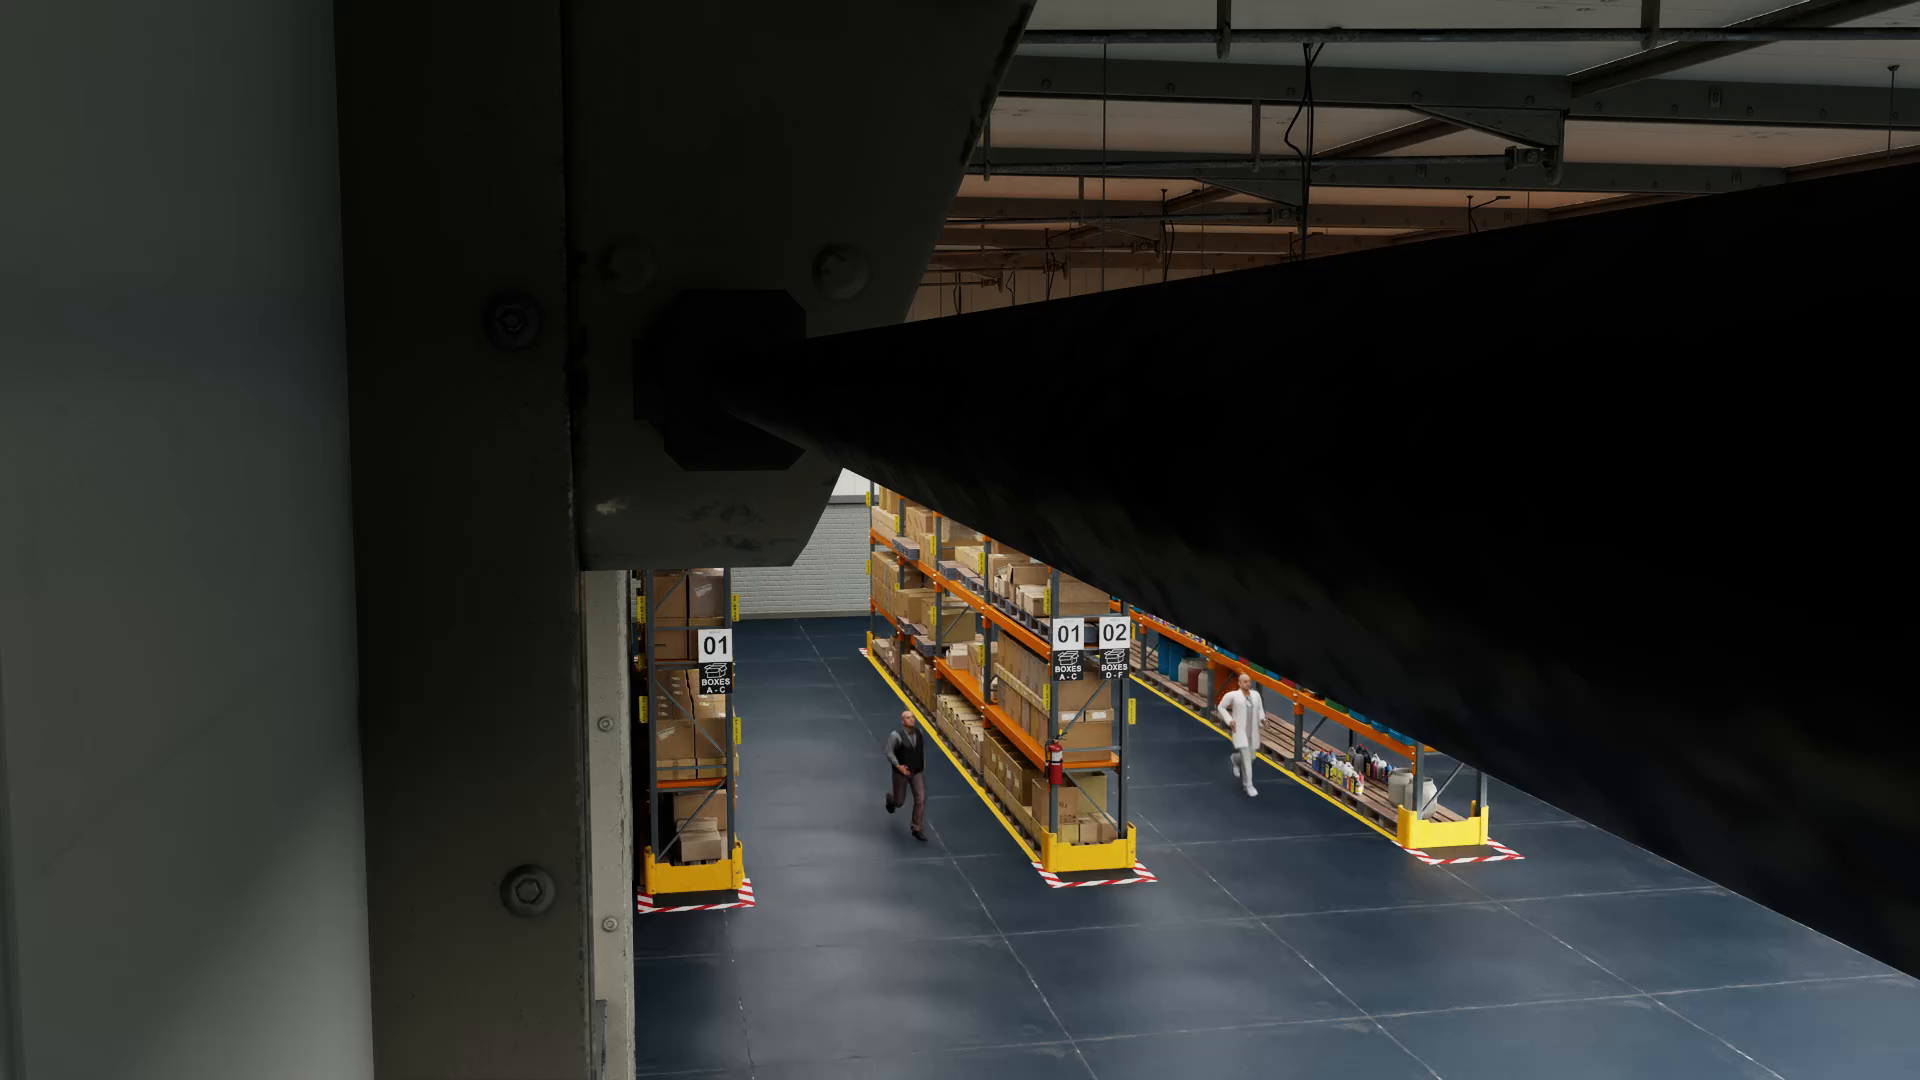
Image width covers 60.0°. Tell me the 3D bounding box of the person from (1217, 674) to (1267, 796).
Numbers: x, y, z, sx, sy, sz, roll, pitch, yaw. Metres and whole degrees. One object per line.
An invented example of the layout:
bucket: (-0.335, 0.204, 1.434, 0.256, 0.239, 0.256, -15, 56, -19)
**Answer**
person: (4.225, 2.876, 24.871, 0.711, 1.769, 0.899, -2, 6, -18)

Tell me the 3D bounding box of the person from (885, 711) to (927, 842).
person: (-0.721, 3.160, 22.571, 0.643, 1.710, 0.997, -3, 6, -23)
